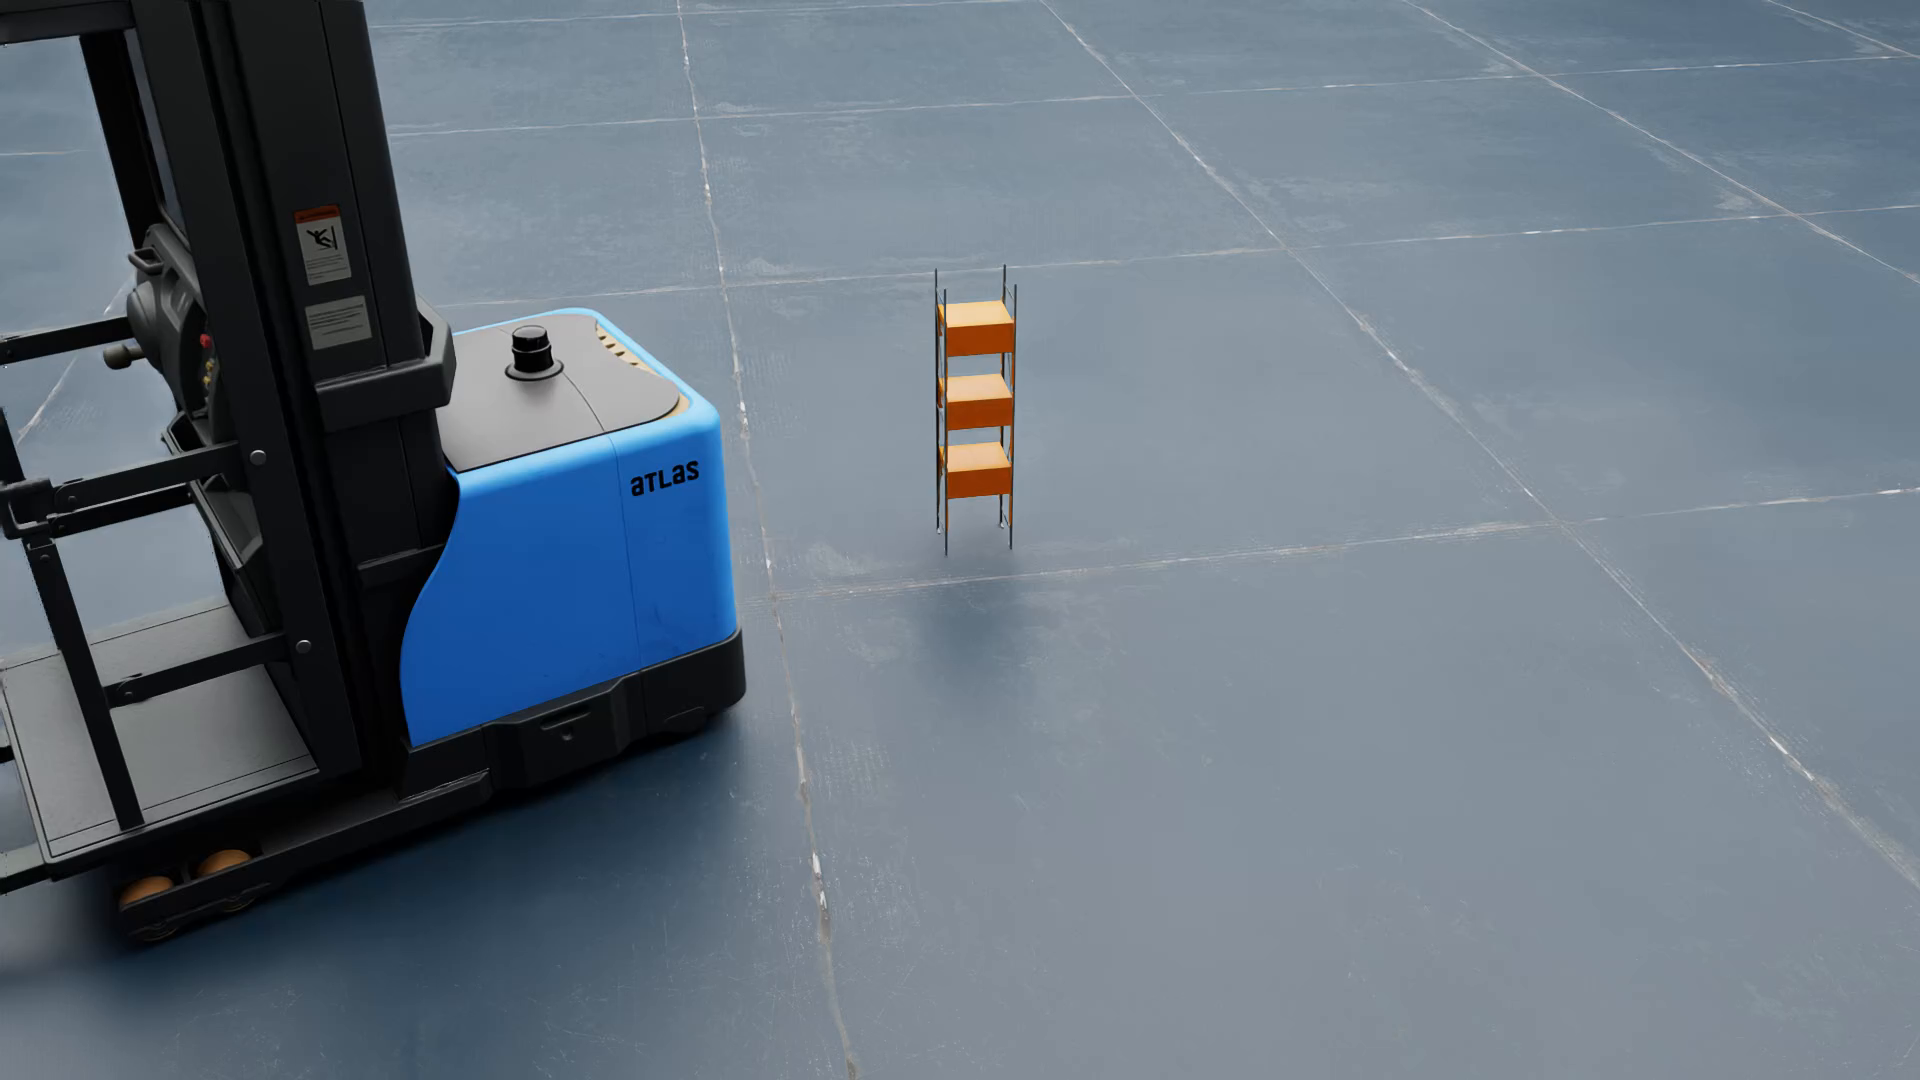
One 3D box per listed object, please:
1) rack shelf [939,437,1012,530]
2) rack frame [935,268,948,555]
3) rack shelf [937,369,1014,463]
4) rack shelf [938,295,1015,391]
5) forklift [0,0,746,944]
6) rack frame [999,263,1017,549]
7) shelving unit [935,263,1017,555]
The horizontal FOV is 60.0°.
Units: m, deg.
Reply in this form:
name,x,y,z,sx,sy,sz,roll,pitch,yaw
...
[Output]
name,x,y,z,sx,sy,sz,roll,pitch,yaw
rack shelf,0.053,-0.209,6.138,0.240,0.259,0.215,-5,31,-9
rack frame,-0.067,-0.446,5.973,0.008,1.050,0.200,-5,31,-9
rack shelf,0.053,-0.448,5.998,0.240,0.259,0.215,-5,31,-9
rack shelf,0.053,-0.693,5.854,0.240,0.259,0.215,-5,31,-9
forklift,-2.191,-0.503,4.213,3.031,2.935,1.130,-19,35,-29
rack frame,0.173,-0.469,6.011,0.008,1.050,0.200,-5,31,-9
shelving unit,0.053,-0.457,5.992,0.252,1.050,0.215,-5,31,-9
